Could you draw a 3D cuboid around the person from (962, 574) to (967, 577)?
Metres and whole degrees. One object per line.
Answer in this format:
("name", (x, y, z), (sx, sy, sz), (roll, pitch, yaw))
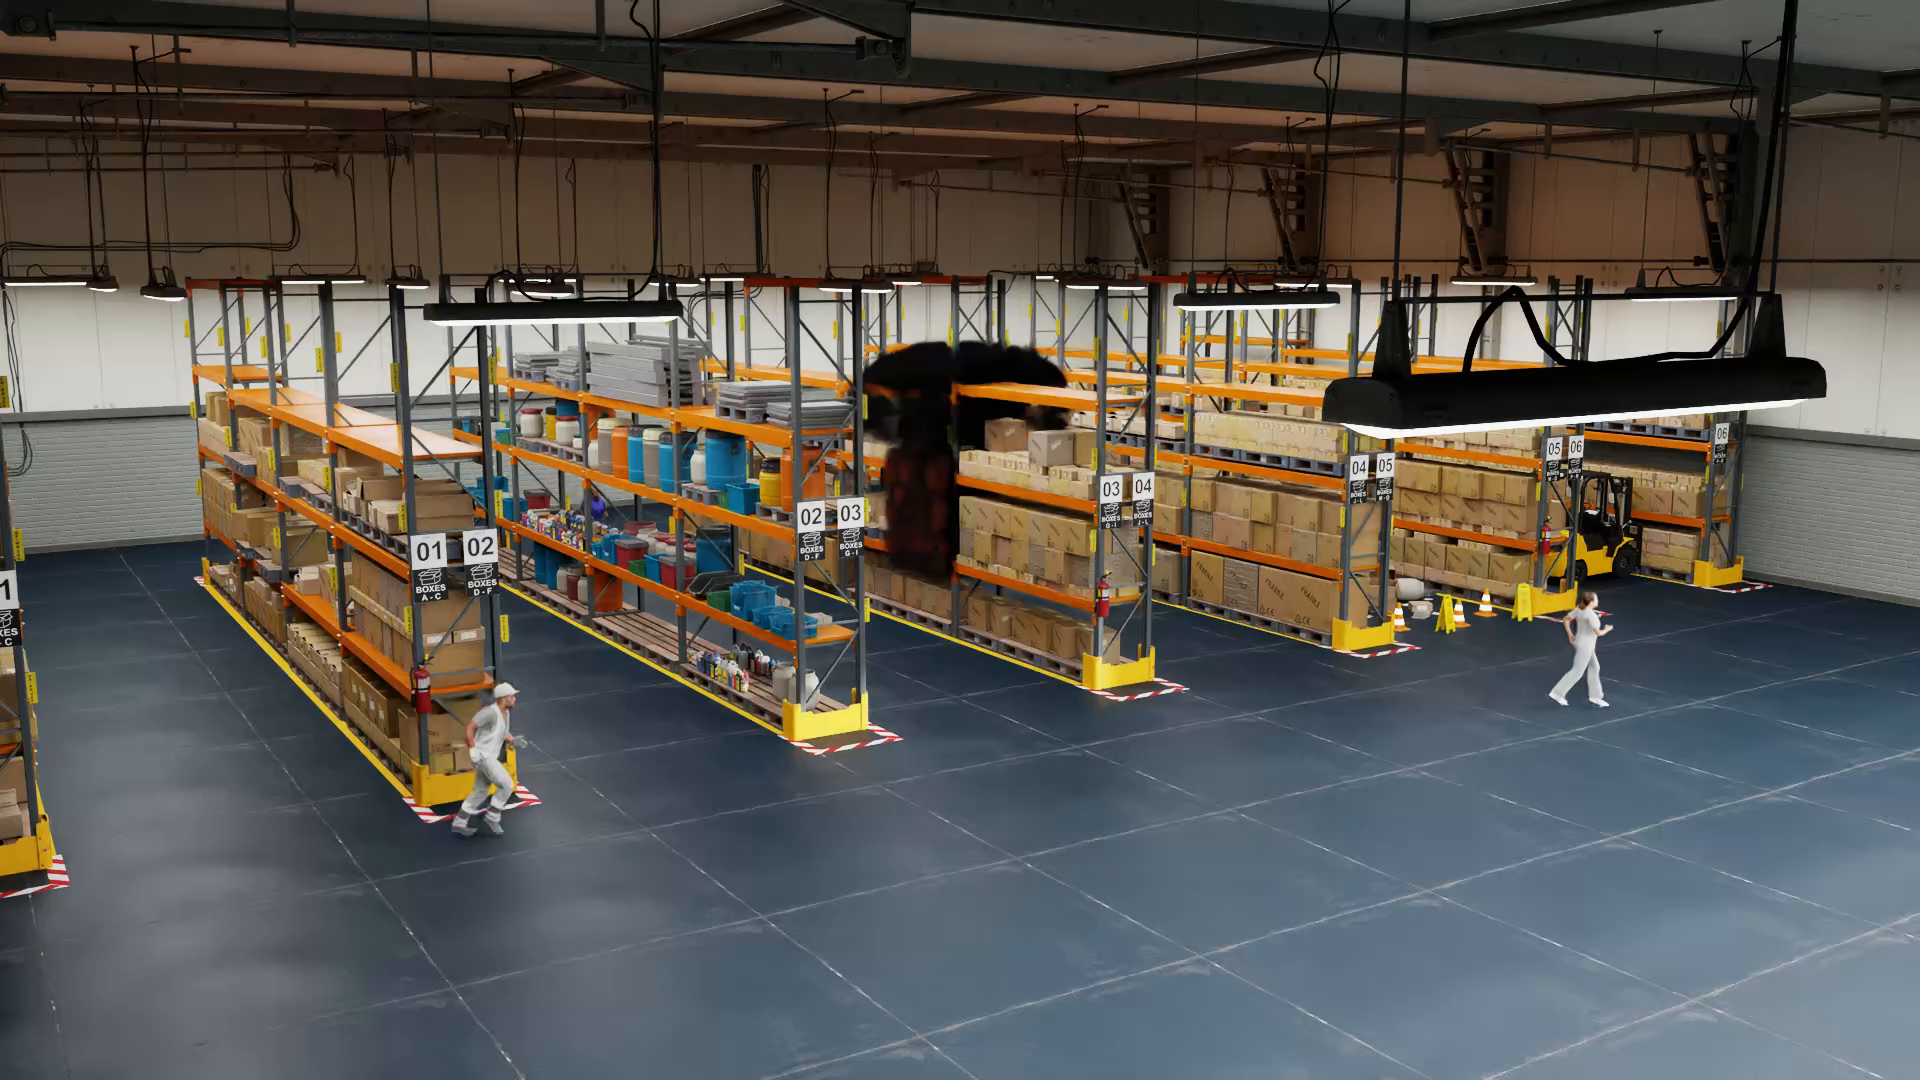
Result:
("person", (0.125, -0.112, 32.197), (0.737, 1.696, 0.942), (-7, 12, -36))

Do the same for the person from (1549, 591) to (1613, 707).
("person", (8.834, 1.556, 23.606), (0.909, 1.697, 0.543), (0, 10, -1))

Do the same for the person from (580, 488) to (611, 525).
("person", (-7.714, -0.306, 35.044), (0.559, 1.626, 0.813), (-8, 13, -40))

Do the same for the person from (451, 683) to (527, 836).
("person", (-5.260, 2.450, 18.550), (0.838, 1.726, 0.697), (0, 10, -2))
